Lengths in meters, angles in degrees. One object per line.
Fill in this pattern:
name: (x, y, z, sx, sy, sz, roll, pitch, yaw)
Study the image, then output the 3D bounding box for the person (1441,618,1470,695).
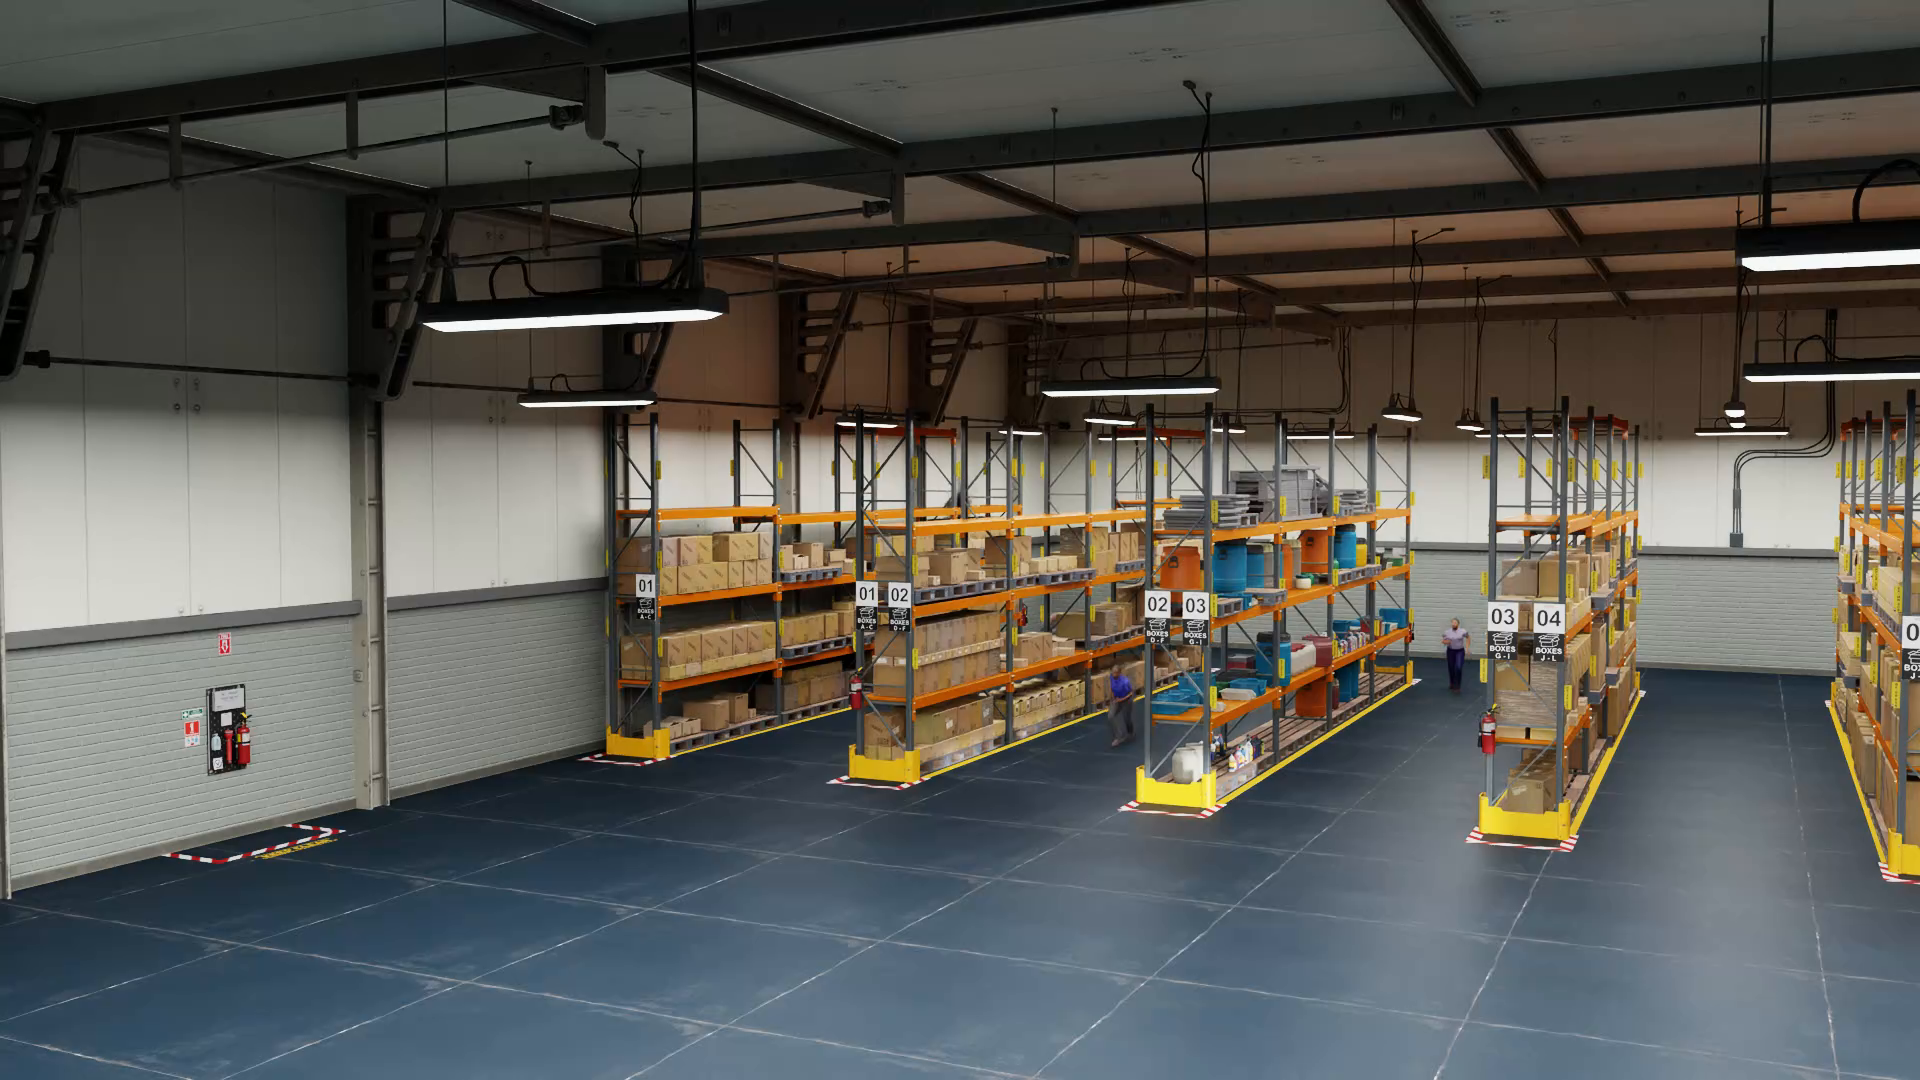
person: (11.163, 2.602, 37.469, 0.601, 1.681, 0.851, 1, 3, 23)

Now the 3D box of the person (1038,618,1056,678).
person: (2.007, 2.566, 37.818, 0.691, 1.686, 0.666, 2, 3, 39)

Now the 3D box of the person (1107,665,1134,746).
person: (2.978, 2.968, 30.291, 0.600, 1.487, 1.012, 1, 3, 31)
